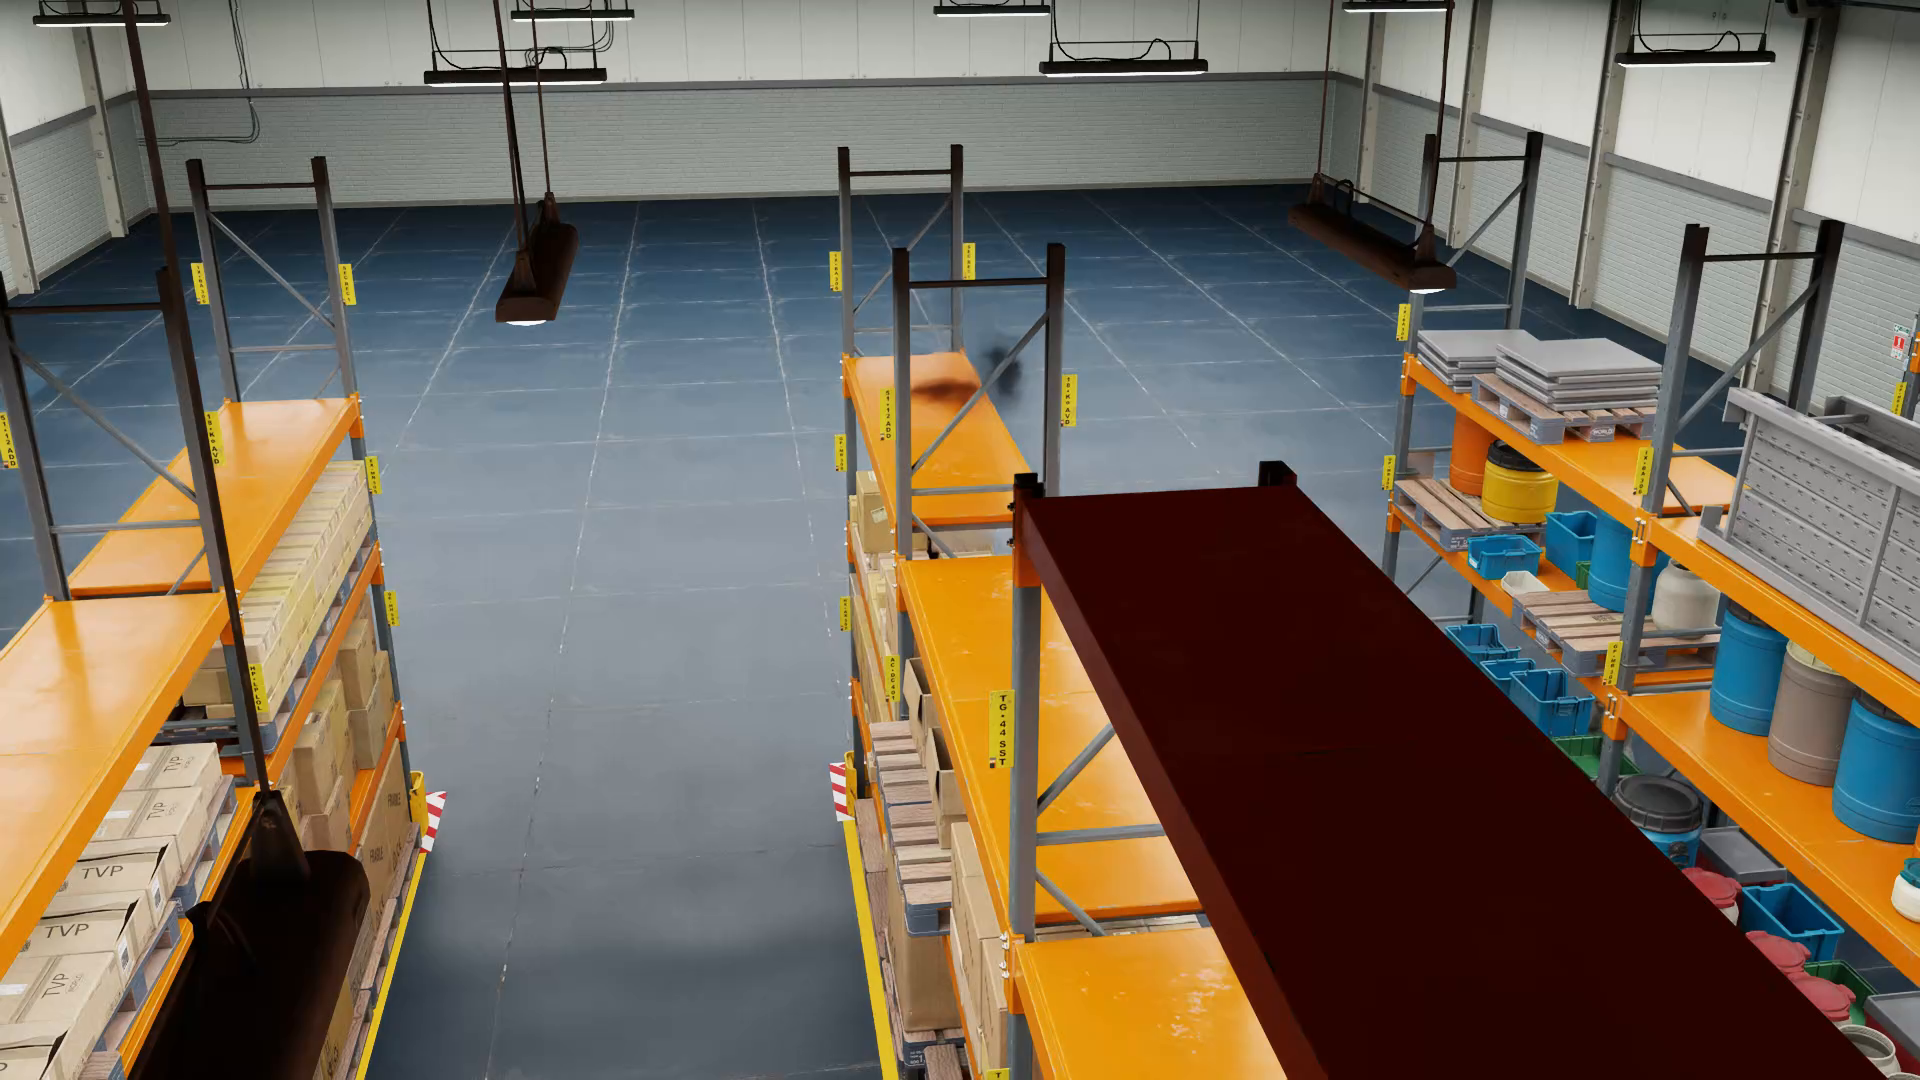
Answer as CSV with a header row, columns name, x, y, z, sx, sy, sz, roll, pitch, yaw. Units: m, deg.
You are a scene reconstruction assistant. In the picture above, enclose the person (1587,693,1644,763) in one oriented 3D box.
name,x,y,z,sx,sy,sz,roll,pitch,yaw
person,6.097,1.539,15.385,0.604,1.822,0.756,-4,22,-10
